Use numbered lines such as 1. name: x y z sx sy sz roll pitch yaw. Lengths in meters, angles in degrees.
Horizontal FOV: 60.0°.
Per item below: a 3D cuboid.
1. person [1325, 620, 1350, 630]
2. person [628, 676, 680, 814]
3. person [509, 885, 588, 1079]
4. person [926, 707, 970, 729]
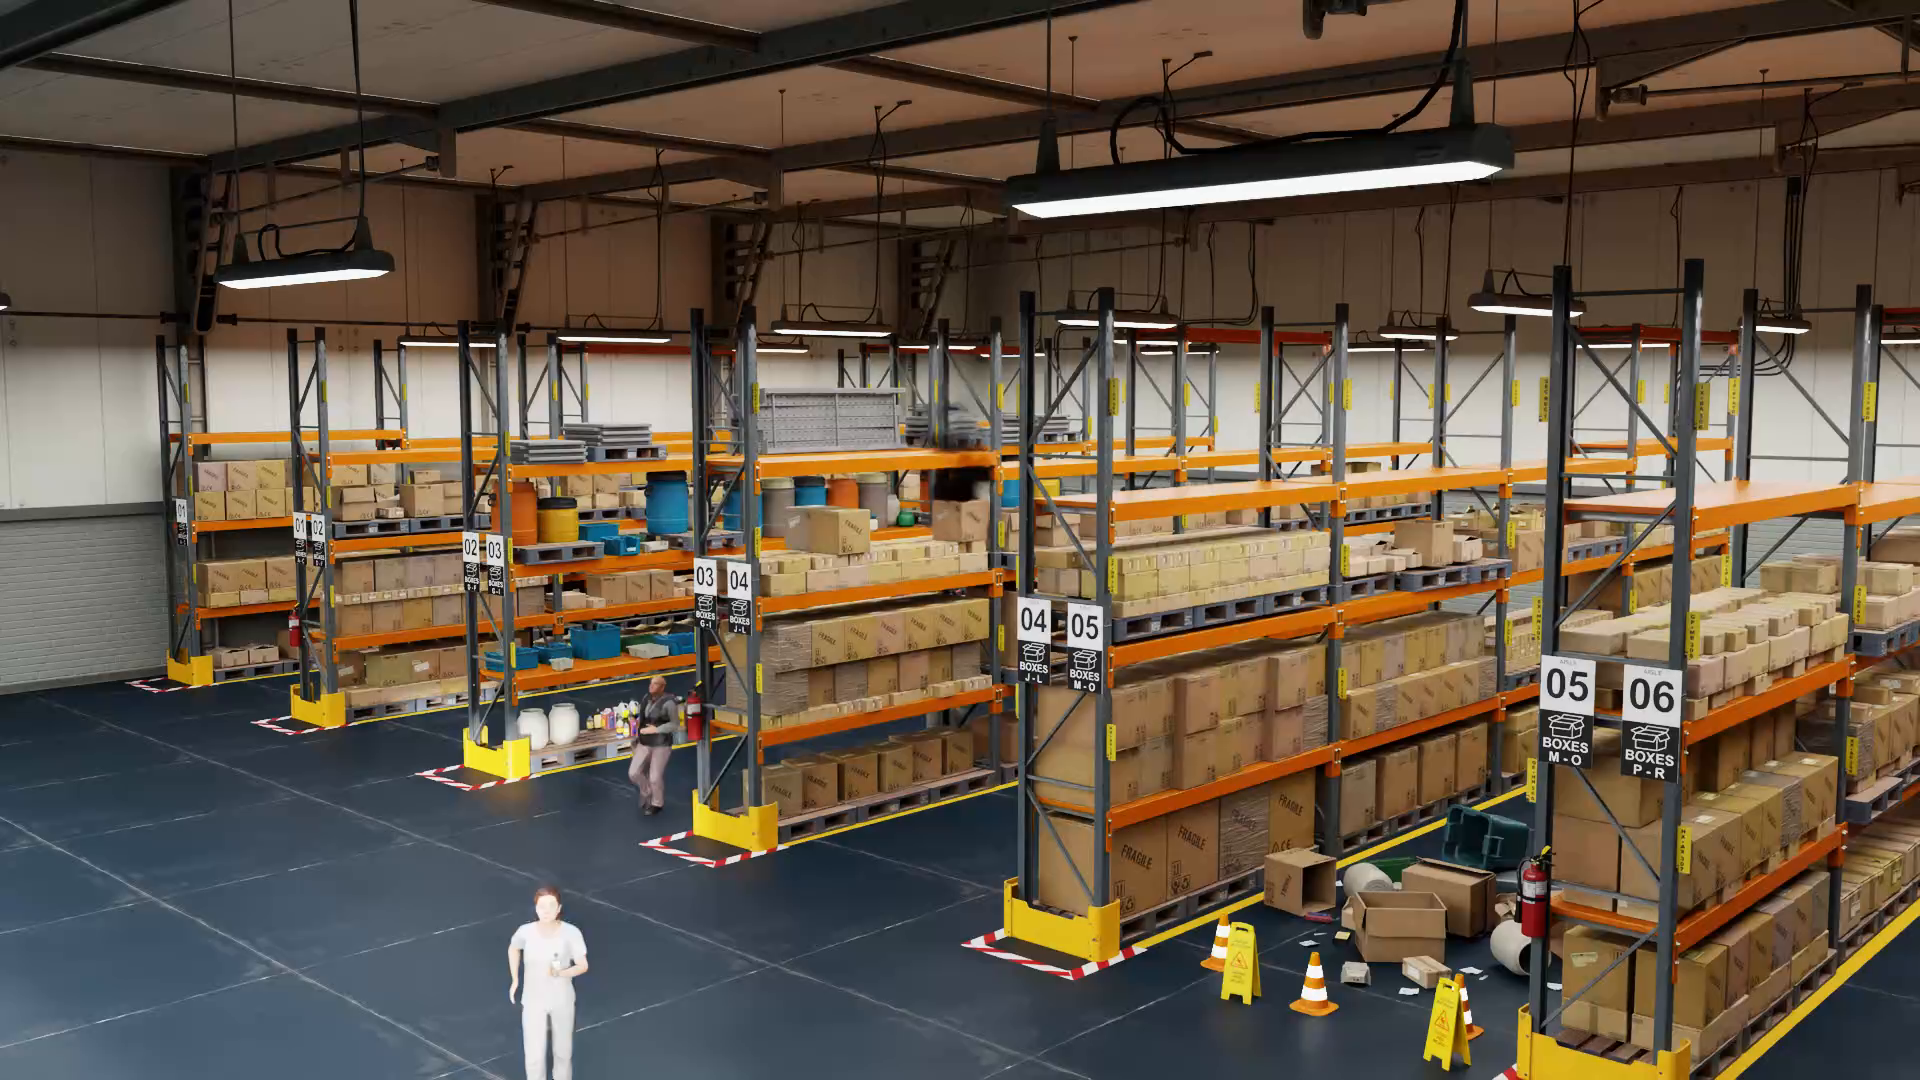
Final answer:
1. person: 5.683 1.917 25.071 0.683 1.809 0.874 4 7 38
2. person: -3.651 2.471 19.893 0.667 1.700 0.563 3 6 26
3. person: -2.850 3.235 11.528 0.546 1.701 0.879 -1 5 -12
4. person: -0.228 2.091 23.676 0.599 1.668 0.919 4 7 39
